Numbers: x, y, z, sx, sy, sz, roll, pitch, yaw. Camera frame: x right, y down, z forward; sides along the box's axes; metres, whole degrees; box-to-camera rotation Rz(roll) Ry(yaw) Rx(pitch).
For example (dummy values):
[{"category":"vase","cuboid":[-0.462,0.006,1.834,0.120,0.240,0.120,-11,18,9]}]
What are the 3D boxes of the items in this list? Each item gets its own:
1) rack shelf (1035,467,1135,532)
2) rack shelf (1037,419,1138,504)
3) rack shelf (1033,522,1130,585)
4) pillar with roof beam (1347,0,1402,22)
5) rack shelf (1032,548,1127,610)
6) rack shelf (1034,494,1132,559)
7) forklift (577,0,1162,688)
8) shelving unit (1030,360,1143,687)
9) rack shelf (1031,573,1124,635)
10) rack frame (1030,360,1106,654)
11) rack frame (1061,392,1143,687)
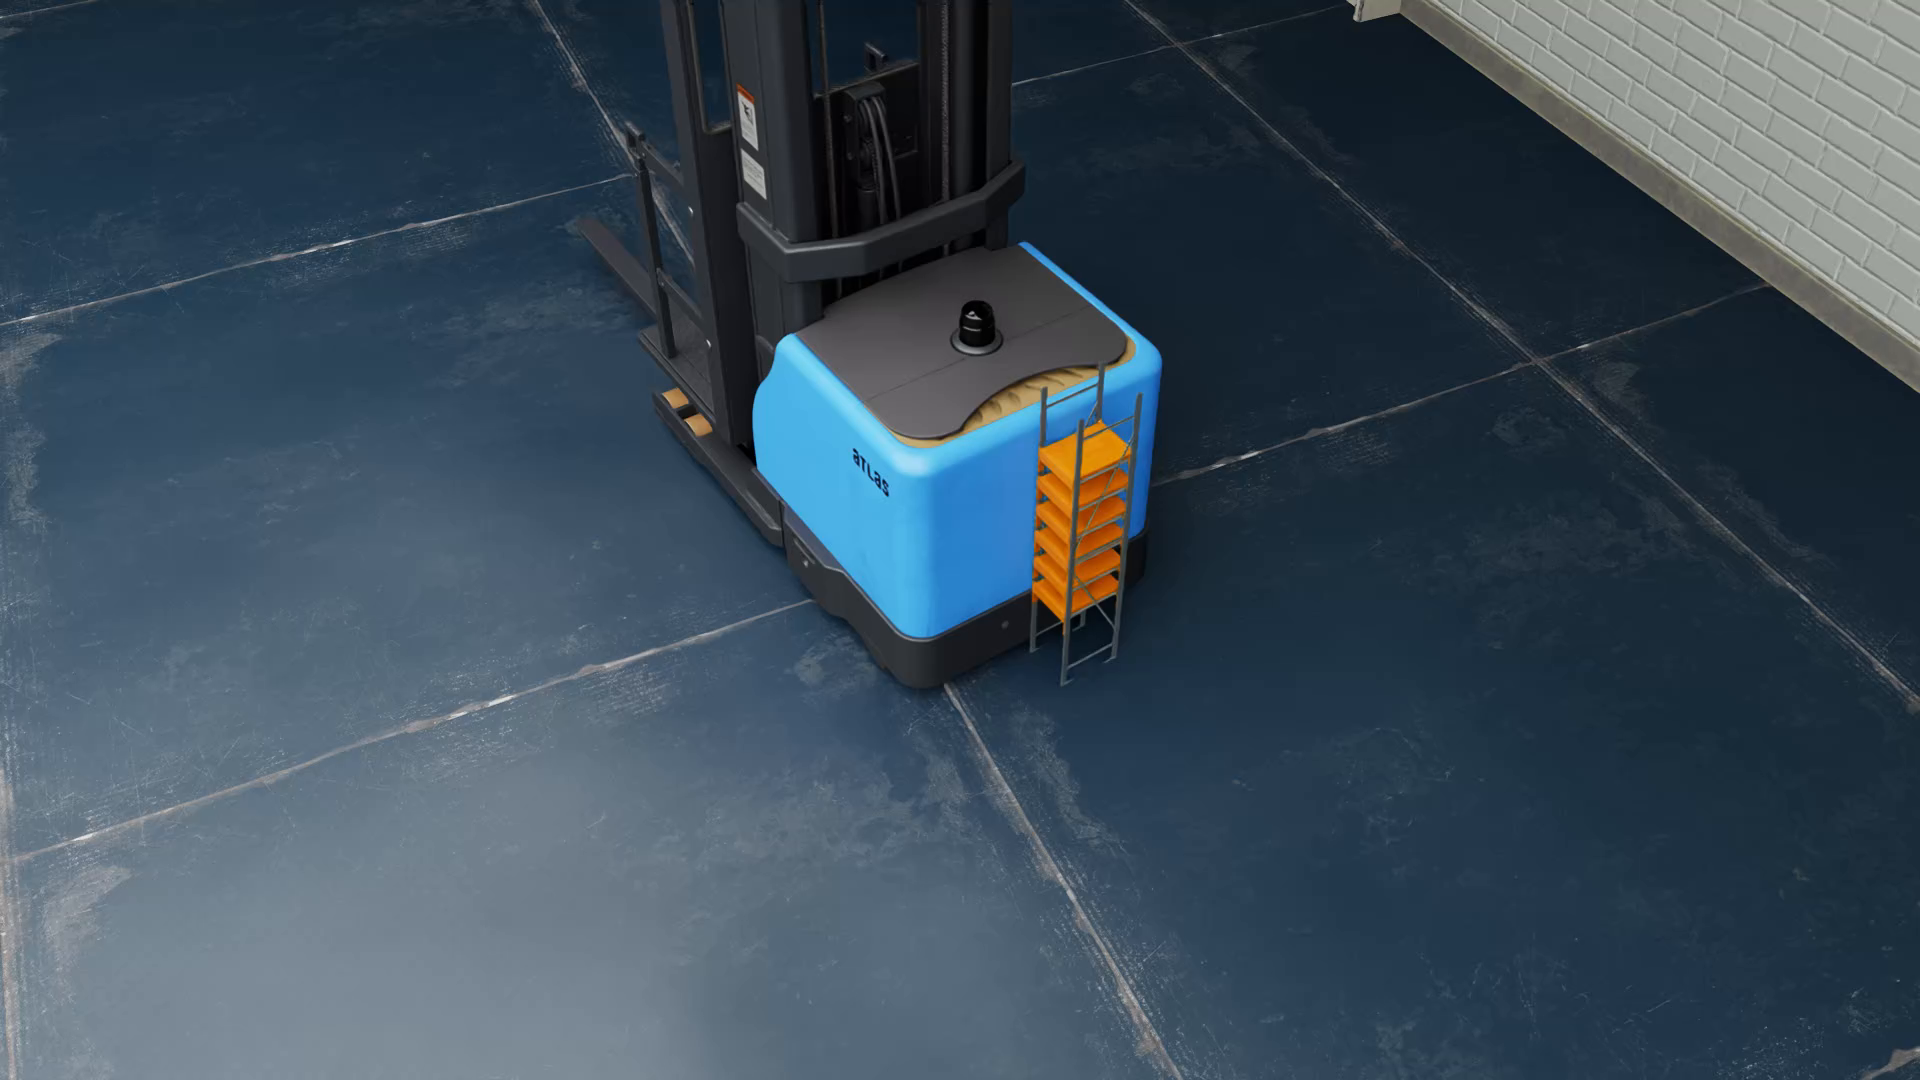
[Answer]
[{"category":"rack shelf","cuboid":[0.397,-0.162,5.281,0.258,0.103,0.180,-25,50,-23]},{"category":"rack shelf","cuboid":[0.397,-0.247,5.197,0.258,0.103,0.180,-25,50,-23]},{"category":"rack shelf","cuboid":[0.397,0.009,5.450,0.258,0.103,0.180,-25,50,-23]},{"category":"pillar with roof beam","cuboid":[-1.663,-4.945,4.854,9.100,9.000,0.400,-18,47,-17]},{"category":"rack shelf","cuboid":[0.397,0.095,5.534,0.258,0.103,0.180,-25,50,-23]},{"category":"rack shelf","cuboid":[0.397,-0.076,5.365,0.258,0.103,0.180,-25,50,-23]},{"category":"forklift","cuboid":[-0.571,-1.546,5.730,1.130,2.935,3.031,-25,50,-23]},{"category":"shelving unit","cuboid":[0.397,-0.022,5.418,0.258,1.200,0.189,-25,50,-23]},{"category":"rack shelf","cuboid":[0.397,0.180,5.618,0.258,0.103,0.180,-25,50,-23]},{"category":"rack frame","cuboid":[0.345,-0.076,5.472,0.240,1.200,0.006,-25,50,-23]},{"category":"rack frame","cuboid":[0.448,0.031,5.365,0.240,1.200,0.006,-25,50,-23]}]
